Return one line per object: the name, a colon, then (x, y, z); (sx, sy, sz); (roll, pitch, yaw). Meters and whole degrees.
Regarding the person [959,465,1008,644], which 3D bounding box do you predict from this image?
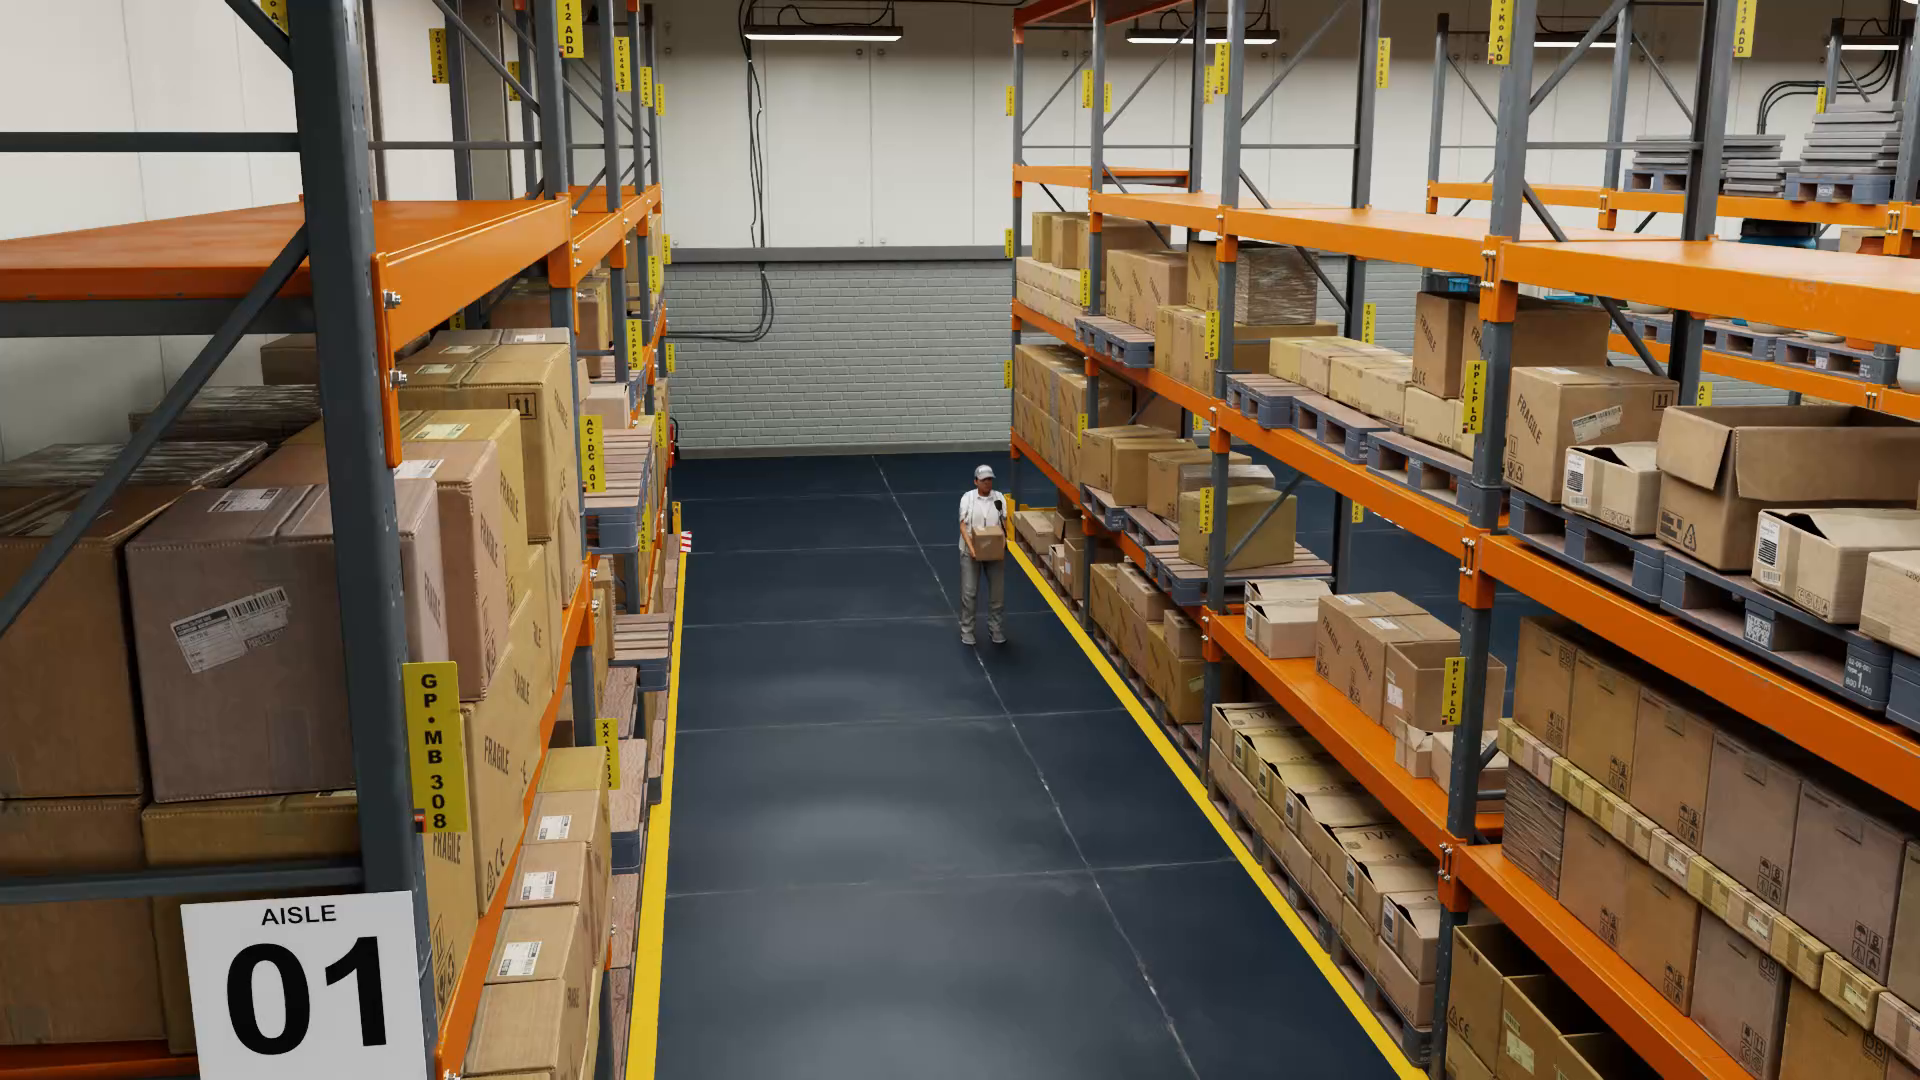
person: (0.228, 0.145, 15.389); (0.452, 1.653, 0.535); (-2, 13, -9)
